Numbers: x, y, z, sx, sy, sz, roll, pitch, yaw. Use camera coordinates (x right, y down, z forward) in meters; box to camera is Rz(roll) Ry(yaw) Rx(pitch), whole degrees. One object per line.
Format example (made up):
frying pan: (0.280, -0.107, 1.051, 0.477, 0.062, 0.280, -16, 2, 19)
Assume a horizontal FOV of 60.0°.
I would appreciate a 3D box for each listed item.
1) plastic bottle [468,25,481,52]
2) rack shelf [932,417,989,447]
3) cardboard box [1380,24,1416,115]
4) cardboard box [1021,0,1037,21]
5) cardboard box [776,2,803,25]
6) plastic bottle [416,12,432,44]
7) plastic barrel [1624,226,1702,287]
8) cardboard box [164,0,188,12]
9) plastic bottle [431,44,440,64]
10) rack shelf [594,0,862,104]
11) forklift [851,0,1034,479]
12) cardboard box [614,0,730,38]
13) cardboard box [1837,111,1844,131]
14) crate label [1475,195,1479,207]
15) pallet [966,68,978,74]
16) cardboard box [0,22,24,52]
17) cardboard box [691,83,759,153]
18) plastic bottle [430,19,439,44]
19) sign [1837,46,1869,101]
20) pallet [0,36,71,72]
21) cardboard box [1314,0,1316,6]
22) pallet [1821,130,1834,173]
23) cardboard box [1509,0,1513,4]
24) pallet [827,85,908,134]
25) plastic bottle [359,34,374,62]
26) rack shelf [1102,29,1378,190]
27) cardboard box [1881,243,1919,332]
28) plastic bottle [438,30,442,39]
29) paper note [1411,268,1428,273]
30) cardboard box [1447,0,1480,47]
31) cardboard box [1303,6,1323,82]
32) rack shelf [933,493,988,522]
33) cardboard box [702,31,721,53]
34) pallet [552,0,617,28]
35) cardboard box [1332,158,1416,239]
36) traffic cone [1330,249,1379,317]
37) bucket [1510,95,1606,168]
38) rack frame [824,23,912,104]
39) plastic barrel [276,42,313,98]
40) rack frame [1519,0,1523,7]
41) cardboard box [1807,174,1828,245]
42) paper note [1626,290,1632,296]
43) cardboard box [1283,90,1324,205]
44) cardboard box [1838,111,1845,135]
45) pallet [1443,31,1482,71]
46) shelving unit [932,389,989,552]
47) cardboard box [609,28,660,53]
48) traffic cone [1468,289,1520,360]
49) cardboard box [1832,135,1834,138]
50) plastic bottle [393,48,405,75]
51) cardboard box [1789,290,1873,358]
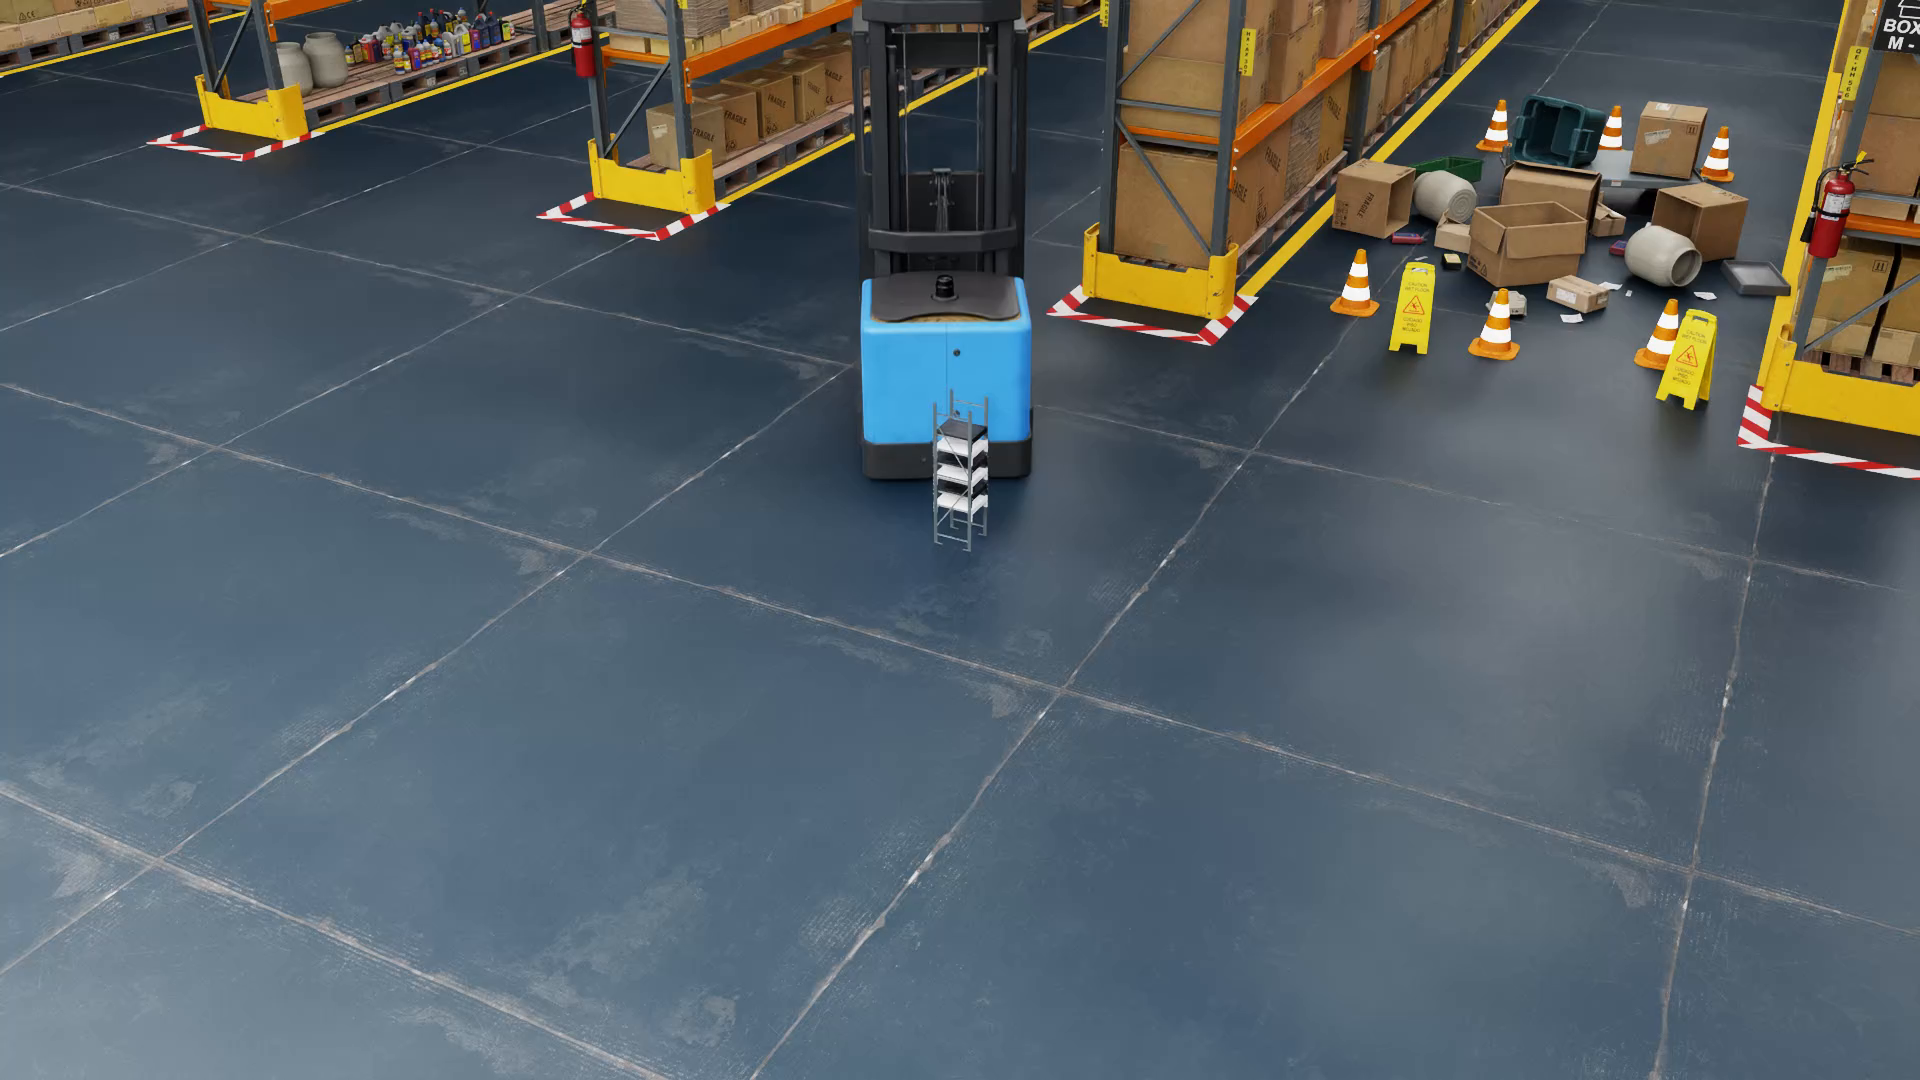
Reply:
plastic bottle: (-5.565, -5.751, 19.038, 0.061, 0.283, 0.133, 17, 34, 27)
rack shelf: (0.004, -0.599, 9.414, 0.258, 0.077, 0.200, 14, 33, 23)
cardboard box: (4.020, -4.891, 17.092, 1.050, 0.750, 0.750, 14, 33, 23)
cardboard box: (0.540, -6.710, 20.491, 0.700, 0.500, 0.500, 13, 32, 21)
cardboard box: (-1.705, -4.965, 15.636, 0.380, 0.149, 0.250, 14, 33, 23)
plastic bottle: (-6.227, -5.950, 19.318, 0.144, 0.351, 0.185, 13, 32, 21)
plastic barrel: (5.598, -2.252, 13.247, 0.421, 0.421, 0.512, -12, 32, -20)
cardboard box: (-10.065, -6.896, 21.086, 0.500, 0.250, 0.500, 14, 33, 23)
plastic bottle: (-5.876, -5.433, 18.567, 0.097, 0.201, 0.097, 0, 30, 0)
rack shelf: (-1.906, -4.933, 16.051, 1.077, 0.370, 4.000, 14, 33, 23)
forklift: (-0.132, -2.347, 10.893, 1.130, 2.935, 3.031, -1, 30, -2)
cardboard box: (-2.542, -4.768, 14.643, 0.875, 0.500, 0.500, 14, 33, 23)
cardboard box: (6.807, -3.143, 12.463, 0.380, 0.149, 0.250, 14, 33, 24)
crate label: (4.497, -3.060, 14.942, 0.298, 0.136, 0.250, -7, 31, -11)
pallet: (-0.087, -5.811, 19.657, 1.003, 0.211, 1.213, 14, 33, 23)
cardboard box: (-11.191, -5.784, 19.150, 0.500, 0.250, 0.500, 14, 33, 23)
cardboard box: (-2.276, -4.002, 15.796, 0.500, 0.500, 0.500, 24, 38, 36)
plastic bottle: (-6.099, -5.908, 19.323, 0.097, 0.271, 0.097, 0, 30, 0)
sign: (5.520, -2.884, 10.281, 0.100, 0.325, 0.005, 14, 33, 23)
pallet: (-11.323, -5.747, 19.545, 1.003, 0.211, 1.213, 14, 33, 23)
cardboard box: (2.426, -4.624, 13.555, 0.875, 0.550, 0.500, 14, 33, 23)
pallet: (8.735, -3.563, 15.742, 1.003, 0.211, 1.213, 14, 33, 23)
cardboard box: (6.906, -7.221, 21.401, 0.500, 0.500, 0.500, 14, 33, 22)
pallet: (-1.269, -4.617, 17.578, 1.003, 0.211, 1.213, 14, 33, 23)
plastic bottle: (-6.640, -5.511, 18.628, 0.152, 0.276, 0.135, 15, 33, 24)
rack shelf: (2.464, -3.763, 14.013, 1.077, 0.370, 4.000, 14, 33, 23)
cardboard box: (6.629, -1.731, 11.338, 0.500, 0.500, 0.500, 13, 32, 22)
plastic bottle: (-5.848, -5.642, 18.848, 0.061, 0.283, 0.133, 14, 33, 23)
paper note: (3.759, -2.192, 13.538, 0.142, 0.017, 0.144, -25, 38, -36)
cardboard box: (5.746, -6.089, 19.429, 0.500, 0.500, 0.500, 13, 32, 21)
cardboard box: (2.484, -4.141, 13.799, 0.875, 0.550, 0.500, 14, 33, 23)
rack shelf: (0.004, -0.209, 9.638, 0.258, 0.077, 0.200, 14, 33, 23)
cardboard box: (-2.344, -4.428, 14.702, 0.380, 0.149, 0.250, 14, 33, 23)
pallet: (-4.526, -6.946, 21.634, 1.003, 0.211, 1.213, 14, 33, 23)
cardboard box: (3.581, -2.958, 14.396, 0.500, 0.500, 0.500, 21, 36, 32)
traffic cone: (3.059, -2.002, 12.771, 0.336, 0.463, 0.334, 14, 33, 23)
bucket: (5.365, -3.618, 14.799, 0.620, 0.611, 0.726, -14, 31, -42)
rack frame: (-0.995, -6.132, 17.416, 1.000, 3.000, 0.127, 14, 33, 23)
plastic barrel: (-6.994, -4.894, 17.338, 0.421, 0.512, 0.421, 0, 30, 0)
rack frame: (7.019, -8.508, 21.554, 1.000, 3.000, 0.127, 14, 33, 23)
cardboard box: (6.847, -2.529, 12.728, 0.500, 0.500, 0.500, 16, 34, 26)
paper note: (5.284, -1.949, 13.133, 0.032, 0.001, 0.123, 14, 33, 23)
cardboard box: (2.619, -3.559, 14.648, 0.875, 0.875, 0.875, 15, 33, 24)
cardboard box: (6.470, -3.028, 11.611, 0.500, 0.500, 0.500, 14, 33, 23)
pallet: (5.554, -5.872, 19.763, 1.003, 0.211, 1.213, 14, 33, 23)
shelving unit: (0.004, -0.394, 9.532, 0.258, 0.900, 0.210, 14, 33, 23)
cardboard box: (-2.871, -4.423, 14.692, 0.380, 0.149, 0.250, 14, 33, 23)
traffic cone: (3.910, -1.595, 12.062, 0.336, 0.463, 0.334, 14, 33, 23)
cardboard box: (8.389, -3.479, 15.013, 0.950, 0.372, 0.625, 16, 34, 26)
plastic bottle: (-6.123, -5.223, 18.131, 0.097, 0.271, 0.097, 0, 30, 0)
cardboard box: (6.145, -1.530, 11.742, 0.500, 0.250, 0.500, 14, 33, 23)
